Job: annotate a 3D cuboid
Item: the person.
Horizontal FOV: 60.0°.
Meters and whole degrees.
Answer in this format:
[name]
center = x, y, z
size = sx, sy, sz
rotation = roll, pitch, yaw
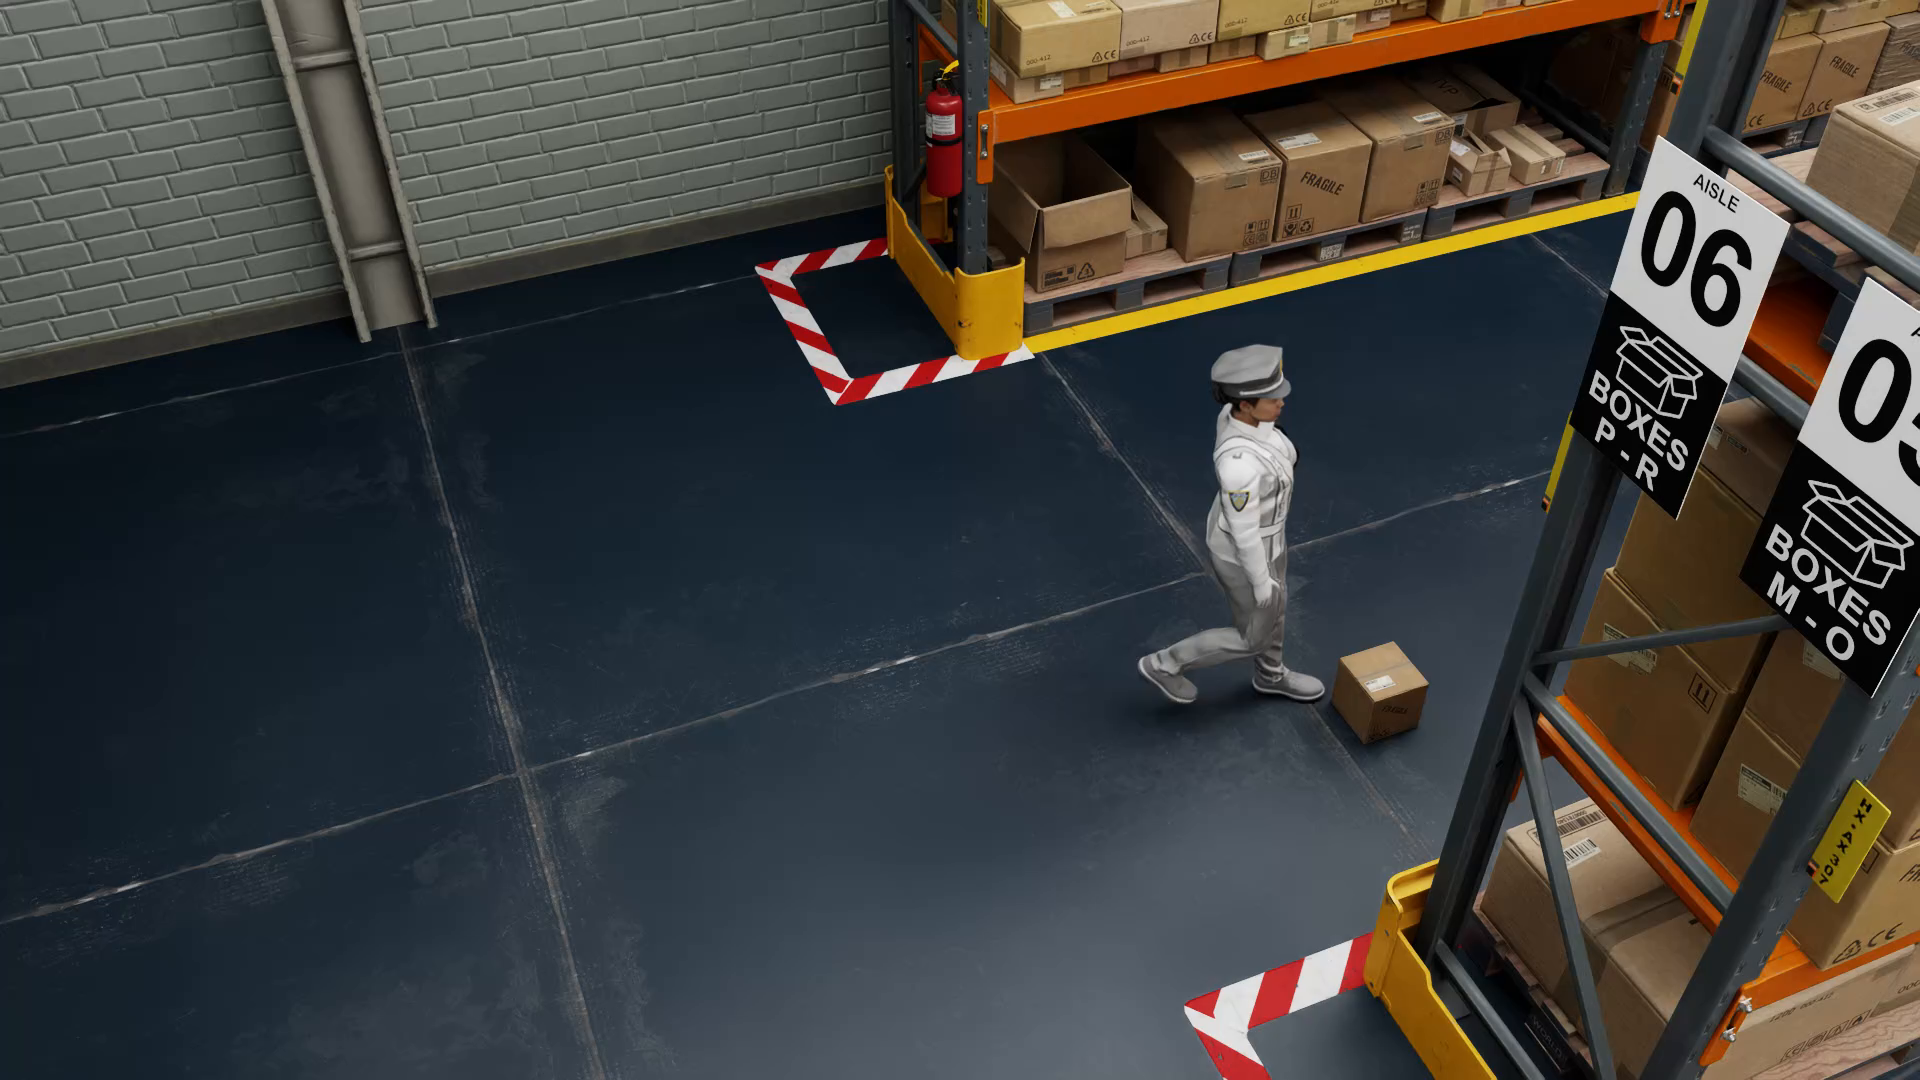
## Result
[person]
center = 1.082, 0.007, 6.130
size = 0.745, 1.661, 0.502
rotation = 8, 43, 8
